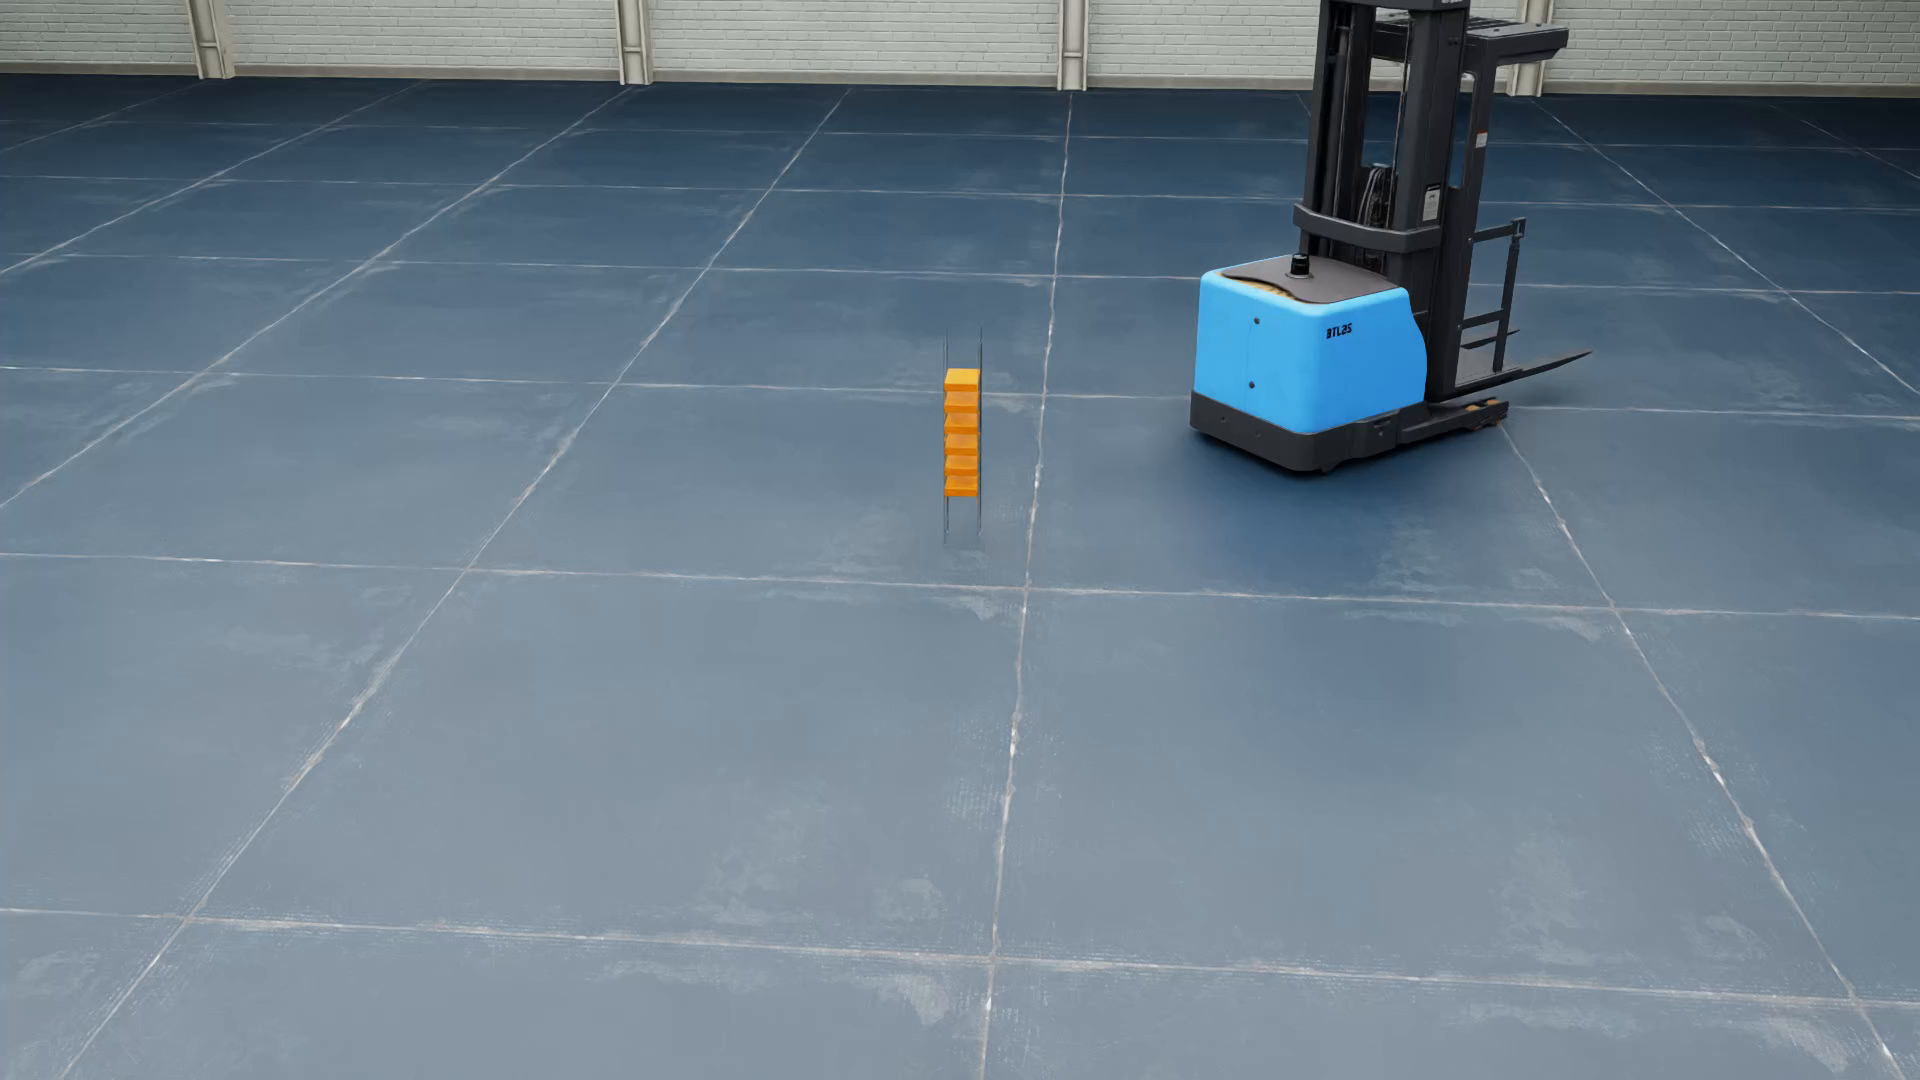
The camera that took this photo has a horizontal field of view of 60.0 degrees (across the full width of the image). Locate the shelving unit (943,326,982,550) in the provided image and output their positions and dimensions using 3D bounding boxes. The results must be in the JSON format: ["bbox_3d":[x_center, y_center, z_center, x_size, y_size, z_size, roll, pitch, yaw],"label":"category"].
[{"bbox_3d":[0.014,-0.545,8.998,0.189,1.200,0.258,2,25,4],"label":"shelving unit"}]

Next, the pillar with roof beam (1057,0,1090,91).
[{"bbox_3d":[1.191,-8.424,16.792,0.400,9.000,9.100,2,25,4],"label":"pillar with roof beam"}]

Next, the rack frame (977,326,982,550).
[{"bbox_3d":[0.106,-0.542,8.992,0.006,1.200,0.240,2,25,4],"label":"rack frame"}]

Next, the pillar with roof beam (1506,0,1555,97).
[{"bbox_3d":[7.173,-8.232,16.375,0.400,9.000,9.100,2,25,4],"label":"pillar with roof beam"}]

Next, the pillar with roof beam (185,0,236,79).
[{"bbox_3d":[-10.774,-8.808,17.627,0.400,9.000,9.100,2,25,4],"label":"pillar with roof beam"}]

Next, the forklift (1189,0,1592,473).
[{"bbox_3d":[2.975,-2.201,10.528,3.031,2.935,1.130,-16,29,-31],"label":"forklift"}]

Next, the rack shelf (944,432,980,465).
[{"bbox_3d":[0.014,-0.504,9.017,0.180,0.103,0.258,2,25,4],"label":"rack shelf"}]

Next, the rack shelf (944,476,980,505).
[{"bbox_3d":[0.014,-0.286,9.117,0.180,0.103,0.258,2,25,4],"label":"rack shelf"}]

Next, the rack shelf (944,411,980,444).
[{"bbox_3d":[0.014,-0.613,8.967,0.180,0.103,0.258,2,25,4],"label":"rack shelf"}]

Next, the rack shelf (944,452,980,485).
[{"bbox_3d":[0.014,-0.395,9.067,0.180,0.103,0.258,2,25,4],"label":"rack shelf"}]

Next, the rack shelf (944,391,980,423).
[{"bbox_3d":[0.014,-0.722,8.916,0.180,0.103,0.258,2,25,4],"label":"rack shelf"}]

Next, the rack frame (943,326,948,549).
[{"bbox_3d":[-0.077,-0.548,9.005,0.006,1.200,0.240,2,25,4],"label":"rack frame"}]

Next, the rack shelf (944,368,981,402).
[{"bbox_3d":[0.014,-0.831,8.866,0.180,0.103,0.258,2,25,4],"label":"rack shelf"}]

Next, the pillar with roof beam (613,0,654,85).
[{"bbox_3d":[-4.791,-8.616,17.210,0.400,9.000,9.100,2,25,4],"label":"pillar with roof beam"}]
